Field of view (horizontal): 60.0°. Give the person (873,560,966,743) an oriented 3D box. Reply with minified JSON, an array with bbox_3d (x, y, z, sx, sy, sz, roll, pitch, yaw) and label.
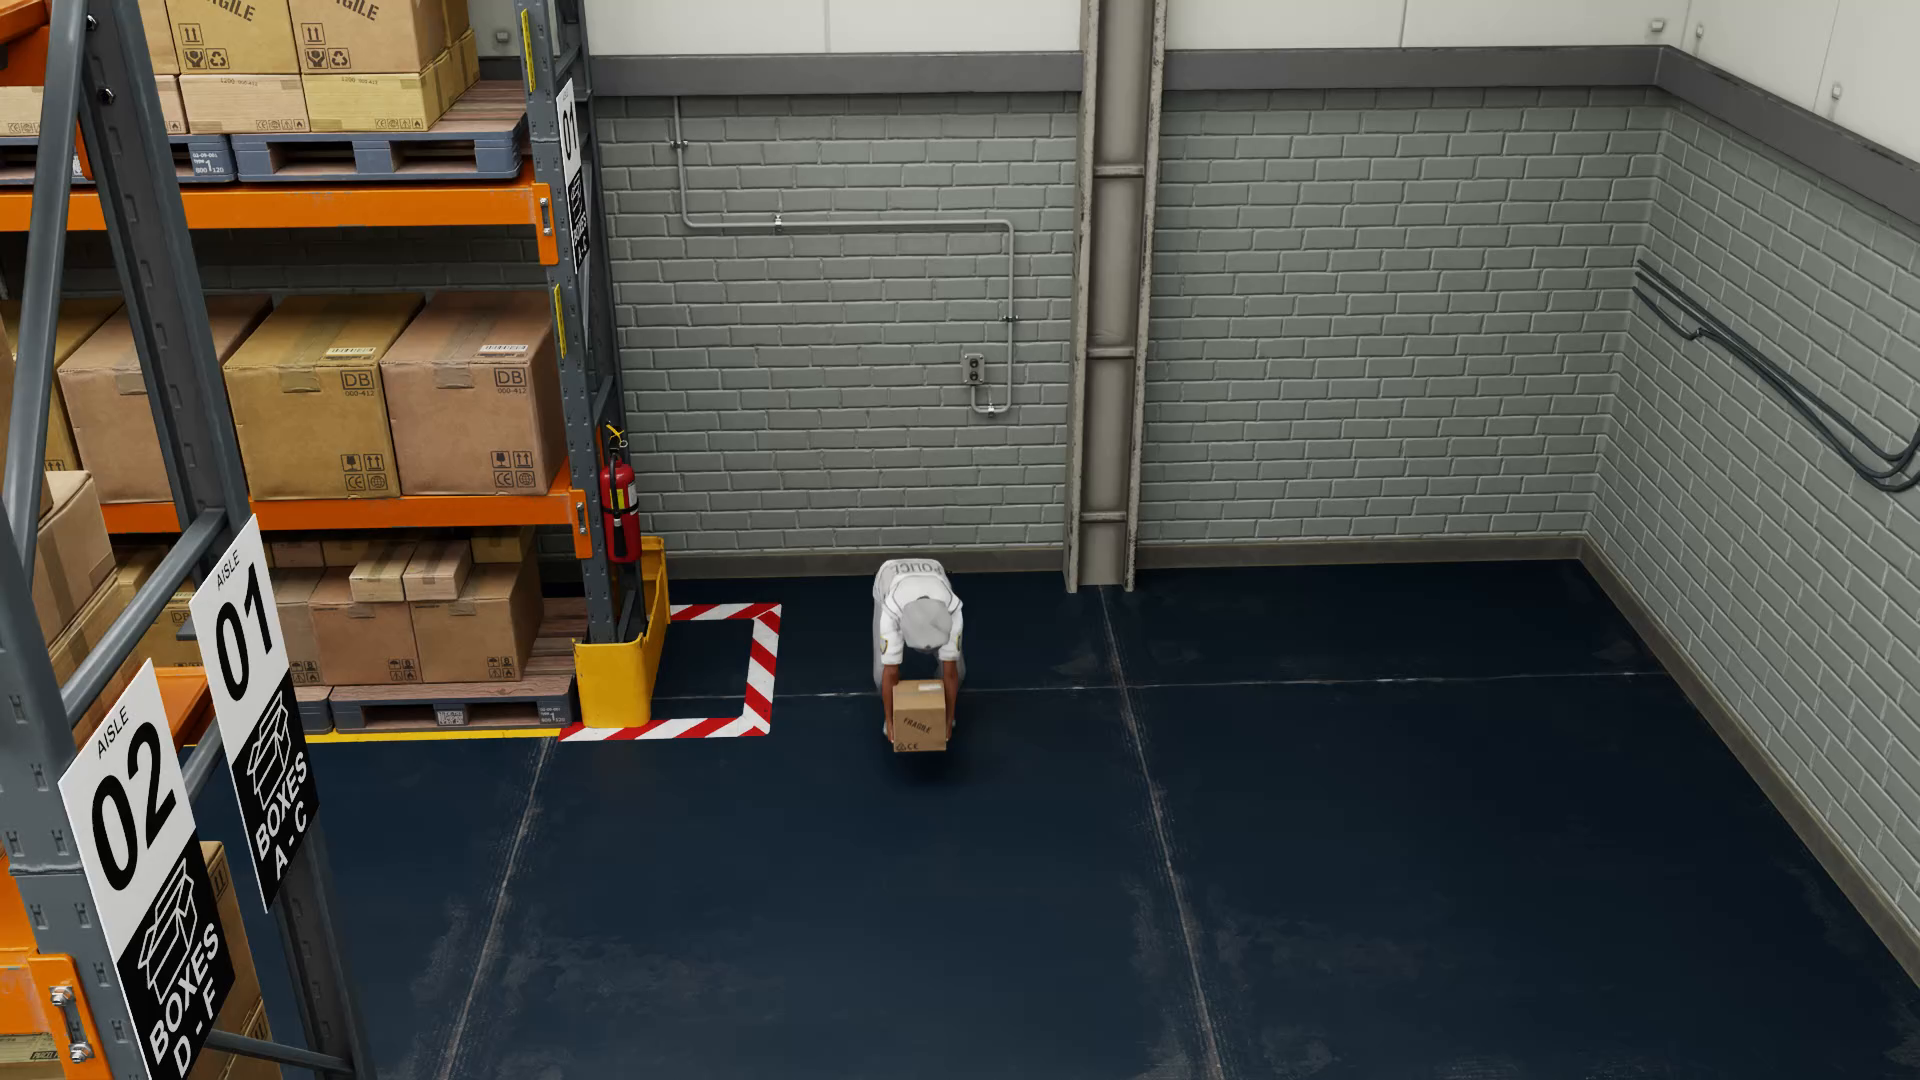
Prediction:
[{"bbox_3d":[-5.077,2.481,3.714,11.130,1.841,9.701,-3,28,-5],"label":"person"}]
